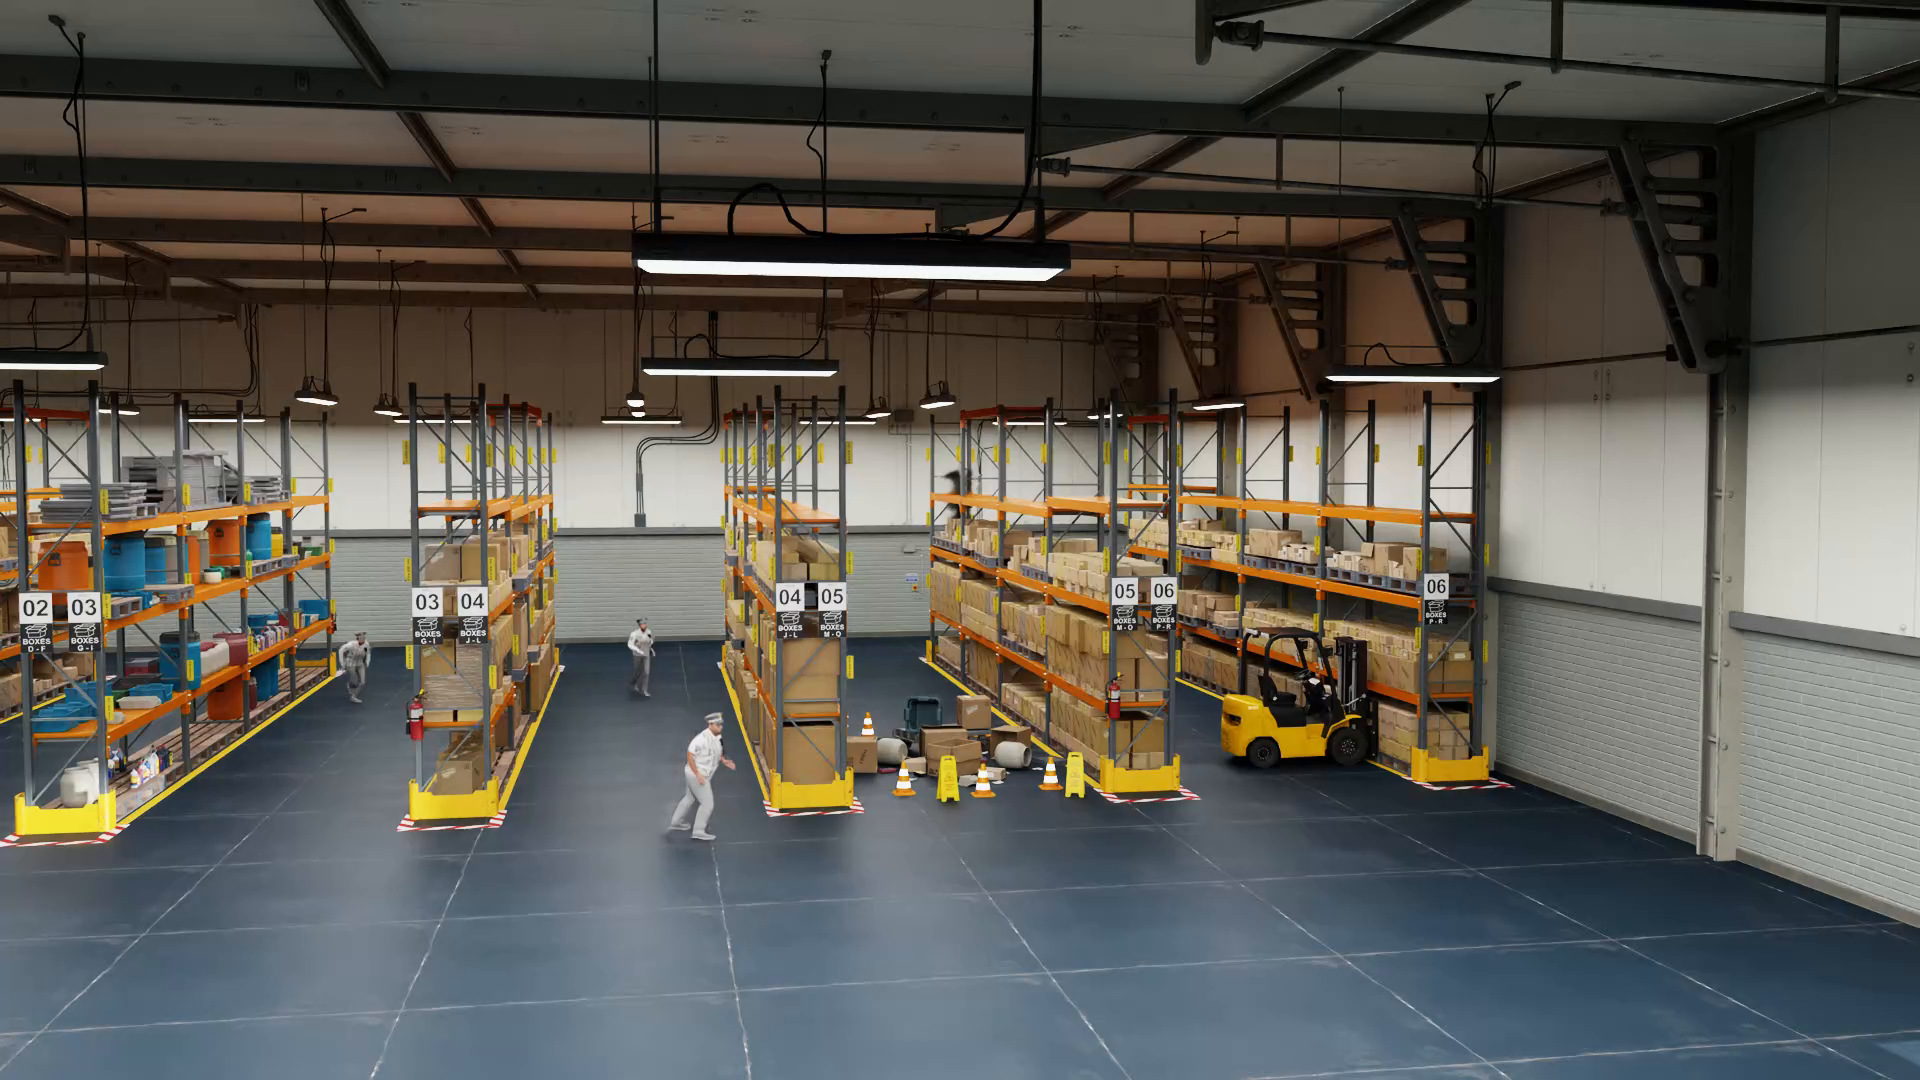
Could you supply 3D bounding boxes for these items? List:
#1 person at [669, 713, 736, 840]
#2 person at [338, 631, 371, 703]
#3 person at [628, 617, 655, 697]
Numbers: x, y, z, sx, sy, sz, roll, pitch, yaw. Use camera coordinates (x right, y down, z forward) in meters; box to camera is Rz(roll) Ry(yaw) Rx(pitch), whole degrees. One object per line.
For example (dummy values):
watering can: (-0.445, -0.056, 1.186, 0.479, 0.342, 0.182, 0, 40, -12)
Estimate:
person: (-3.385, 3.070, 21.771, 0.893, 1.683, 0.712, 0, 3, 4)
person: (-12.251, 2.569, 33.627, 0.641, 1.483, 0.819, -2, 4, -40)
person: (-6.693, 2.423, 34.783, 0.600, 1.656, 0.839, -2, 3, -29)
